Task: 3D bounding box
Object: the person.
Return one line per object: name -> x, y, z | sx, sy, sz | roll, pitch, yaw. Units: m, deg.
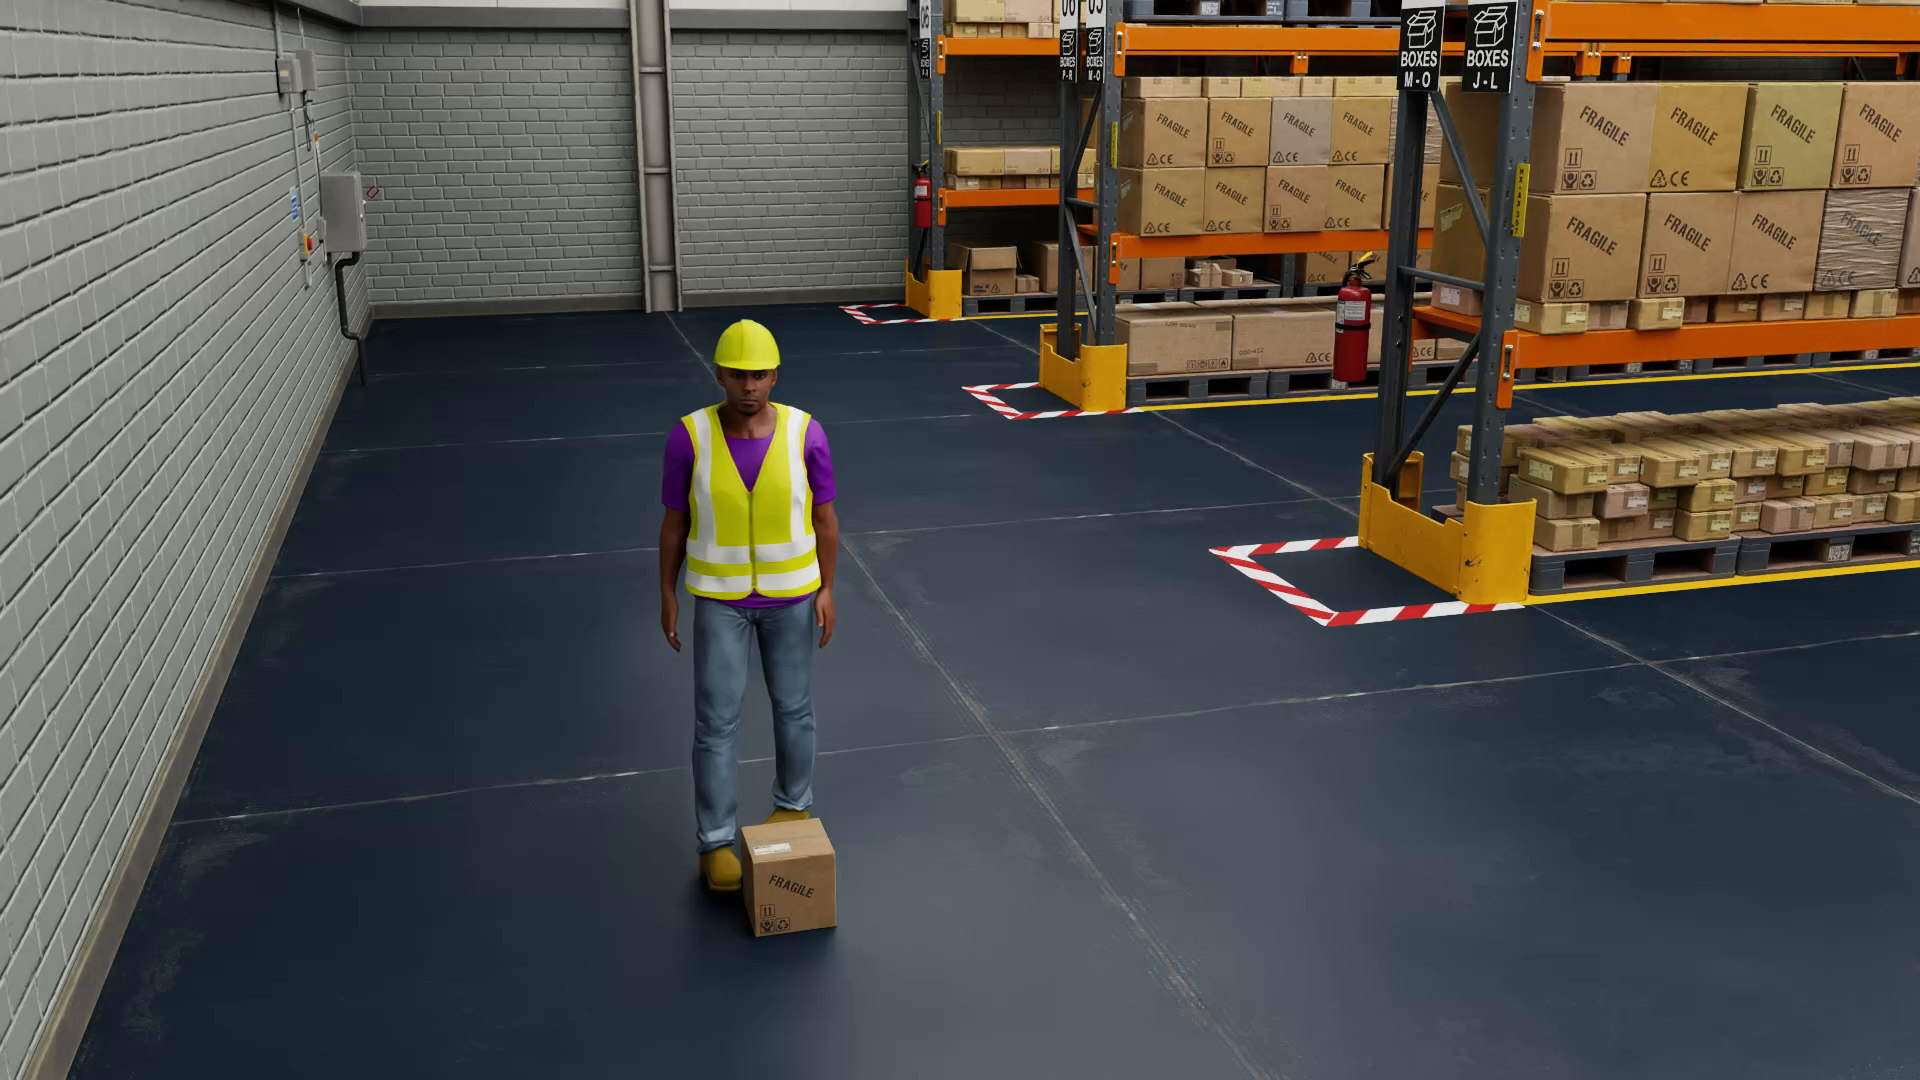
person -> -0.656, 0.203, 5.259 | 0.582, 1.760, 0.628 | -3, 16, -10
